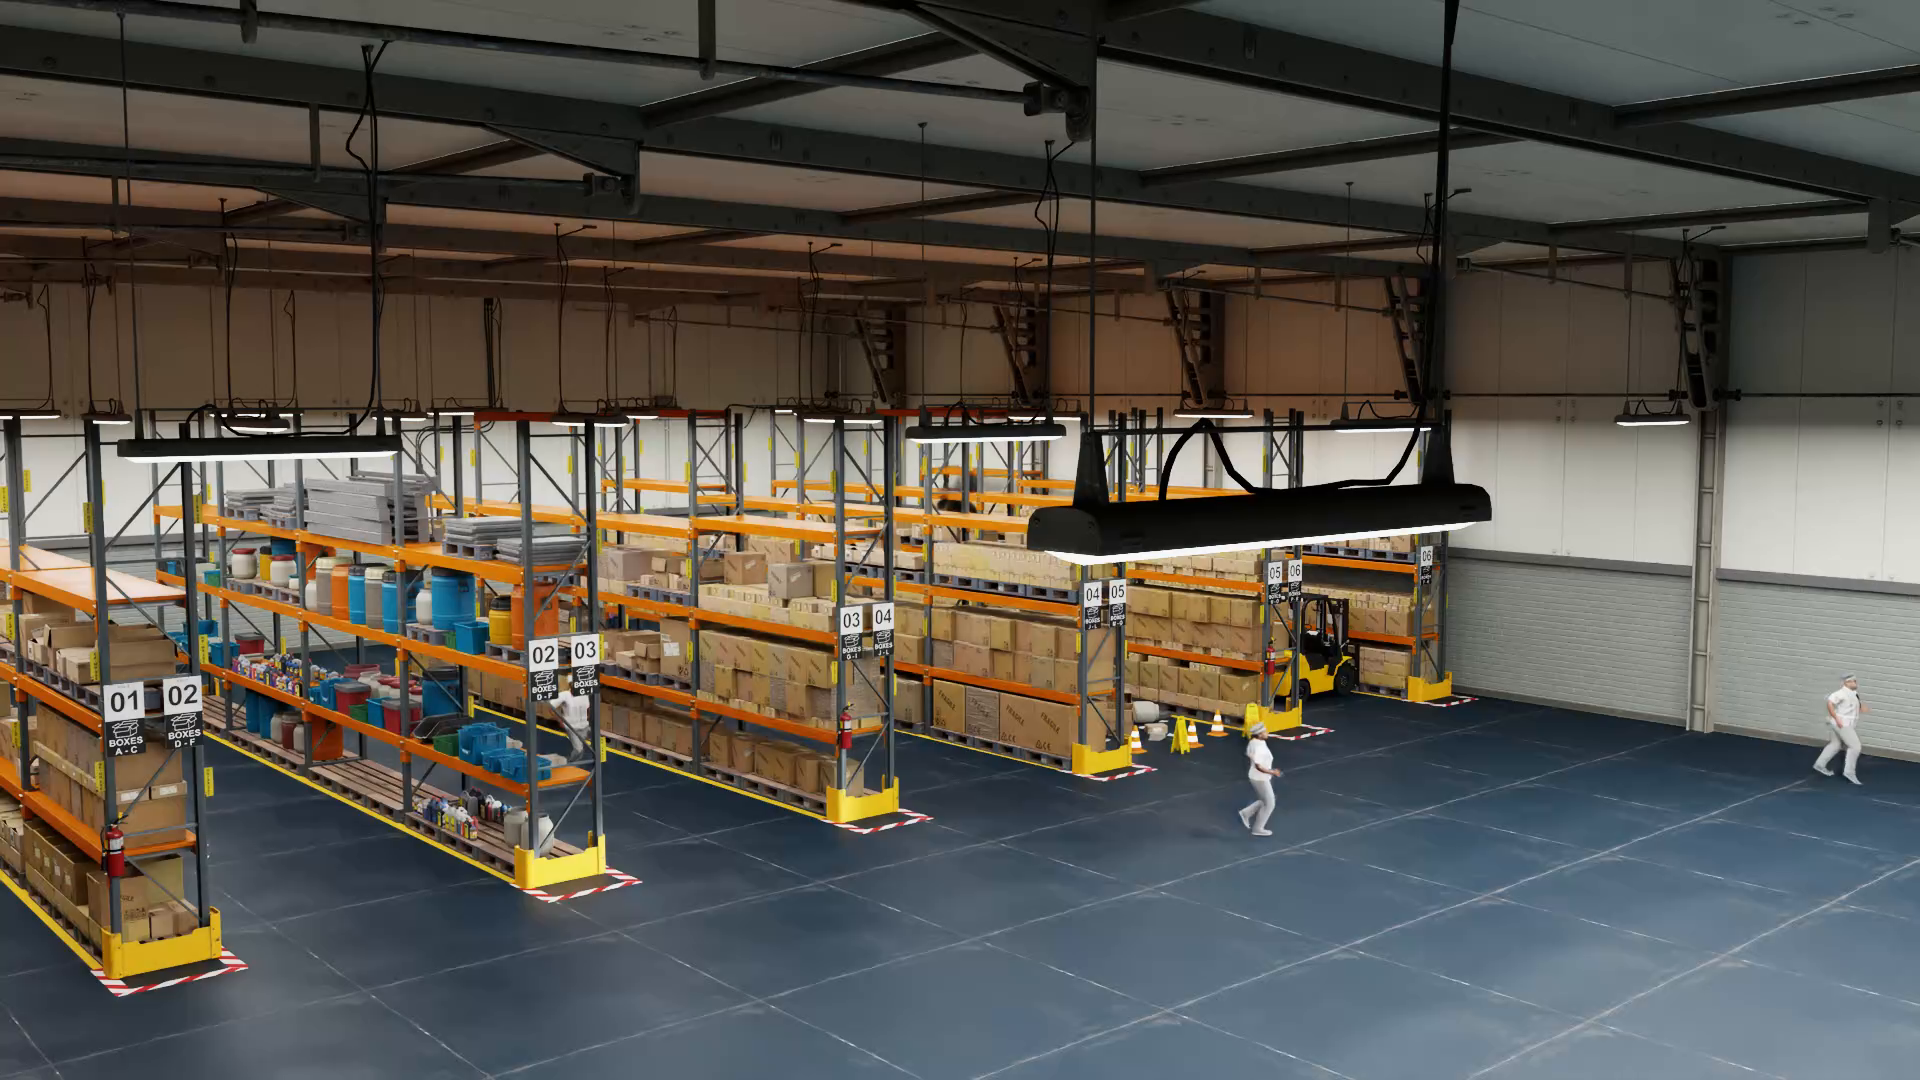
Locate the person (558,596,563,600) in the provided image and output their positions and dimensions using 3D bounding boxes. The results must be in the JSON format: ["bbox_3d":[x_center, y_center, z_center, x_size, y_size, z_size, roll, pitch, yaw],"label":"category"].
[{"bbox_3d":[-9.352,2.120,38.795,0.597,1.620,0.560,-1,5,-9],"label":"person"}]

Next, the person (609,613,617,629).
[{"bbox_3d":[-8.670,1.922,41.237,0.817,1.563,0.555,-1,5,-9],"label":"person"}]

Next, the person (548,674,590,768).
[{"bbox_3d":[-6.245,3.081,27.095,0.689,1.805,0.675,4,7,41],"label":"person"}]

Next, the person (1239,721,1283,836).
[{"bbox_3d":[4.307,3.413,23.829,0.578,1.651,0.572,0,5,0],"label":"person"}]

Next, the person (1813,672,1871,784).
[{"bbox_3d":[14.464,3.059,27.267,0.810,1.849,0.633,3,6,30],"label":"person"}]
